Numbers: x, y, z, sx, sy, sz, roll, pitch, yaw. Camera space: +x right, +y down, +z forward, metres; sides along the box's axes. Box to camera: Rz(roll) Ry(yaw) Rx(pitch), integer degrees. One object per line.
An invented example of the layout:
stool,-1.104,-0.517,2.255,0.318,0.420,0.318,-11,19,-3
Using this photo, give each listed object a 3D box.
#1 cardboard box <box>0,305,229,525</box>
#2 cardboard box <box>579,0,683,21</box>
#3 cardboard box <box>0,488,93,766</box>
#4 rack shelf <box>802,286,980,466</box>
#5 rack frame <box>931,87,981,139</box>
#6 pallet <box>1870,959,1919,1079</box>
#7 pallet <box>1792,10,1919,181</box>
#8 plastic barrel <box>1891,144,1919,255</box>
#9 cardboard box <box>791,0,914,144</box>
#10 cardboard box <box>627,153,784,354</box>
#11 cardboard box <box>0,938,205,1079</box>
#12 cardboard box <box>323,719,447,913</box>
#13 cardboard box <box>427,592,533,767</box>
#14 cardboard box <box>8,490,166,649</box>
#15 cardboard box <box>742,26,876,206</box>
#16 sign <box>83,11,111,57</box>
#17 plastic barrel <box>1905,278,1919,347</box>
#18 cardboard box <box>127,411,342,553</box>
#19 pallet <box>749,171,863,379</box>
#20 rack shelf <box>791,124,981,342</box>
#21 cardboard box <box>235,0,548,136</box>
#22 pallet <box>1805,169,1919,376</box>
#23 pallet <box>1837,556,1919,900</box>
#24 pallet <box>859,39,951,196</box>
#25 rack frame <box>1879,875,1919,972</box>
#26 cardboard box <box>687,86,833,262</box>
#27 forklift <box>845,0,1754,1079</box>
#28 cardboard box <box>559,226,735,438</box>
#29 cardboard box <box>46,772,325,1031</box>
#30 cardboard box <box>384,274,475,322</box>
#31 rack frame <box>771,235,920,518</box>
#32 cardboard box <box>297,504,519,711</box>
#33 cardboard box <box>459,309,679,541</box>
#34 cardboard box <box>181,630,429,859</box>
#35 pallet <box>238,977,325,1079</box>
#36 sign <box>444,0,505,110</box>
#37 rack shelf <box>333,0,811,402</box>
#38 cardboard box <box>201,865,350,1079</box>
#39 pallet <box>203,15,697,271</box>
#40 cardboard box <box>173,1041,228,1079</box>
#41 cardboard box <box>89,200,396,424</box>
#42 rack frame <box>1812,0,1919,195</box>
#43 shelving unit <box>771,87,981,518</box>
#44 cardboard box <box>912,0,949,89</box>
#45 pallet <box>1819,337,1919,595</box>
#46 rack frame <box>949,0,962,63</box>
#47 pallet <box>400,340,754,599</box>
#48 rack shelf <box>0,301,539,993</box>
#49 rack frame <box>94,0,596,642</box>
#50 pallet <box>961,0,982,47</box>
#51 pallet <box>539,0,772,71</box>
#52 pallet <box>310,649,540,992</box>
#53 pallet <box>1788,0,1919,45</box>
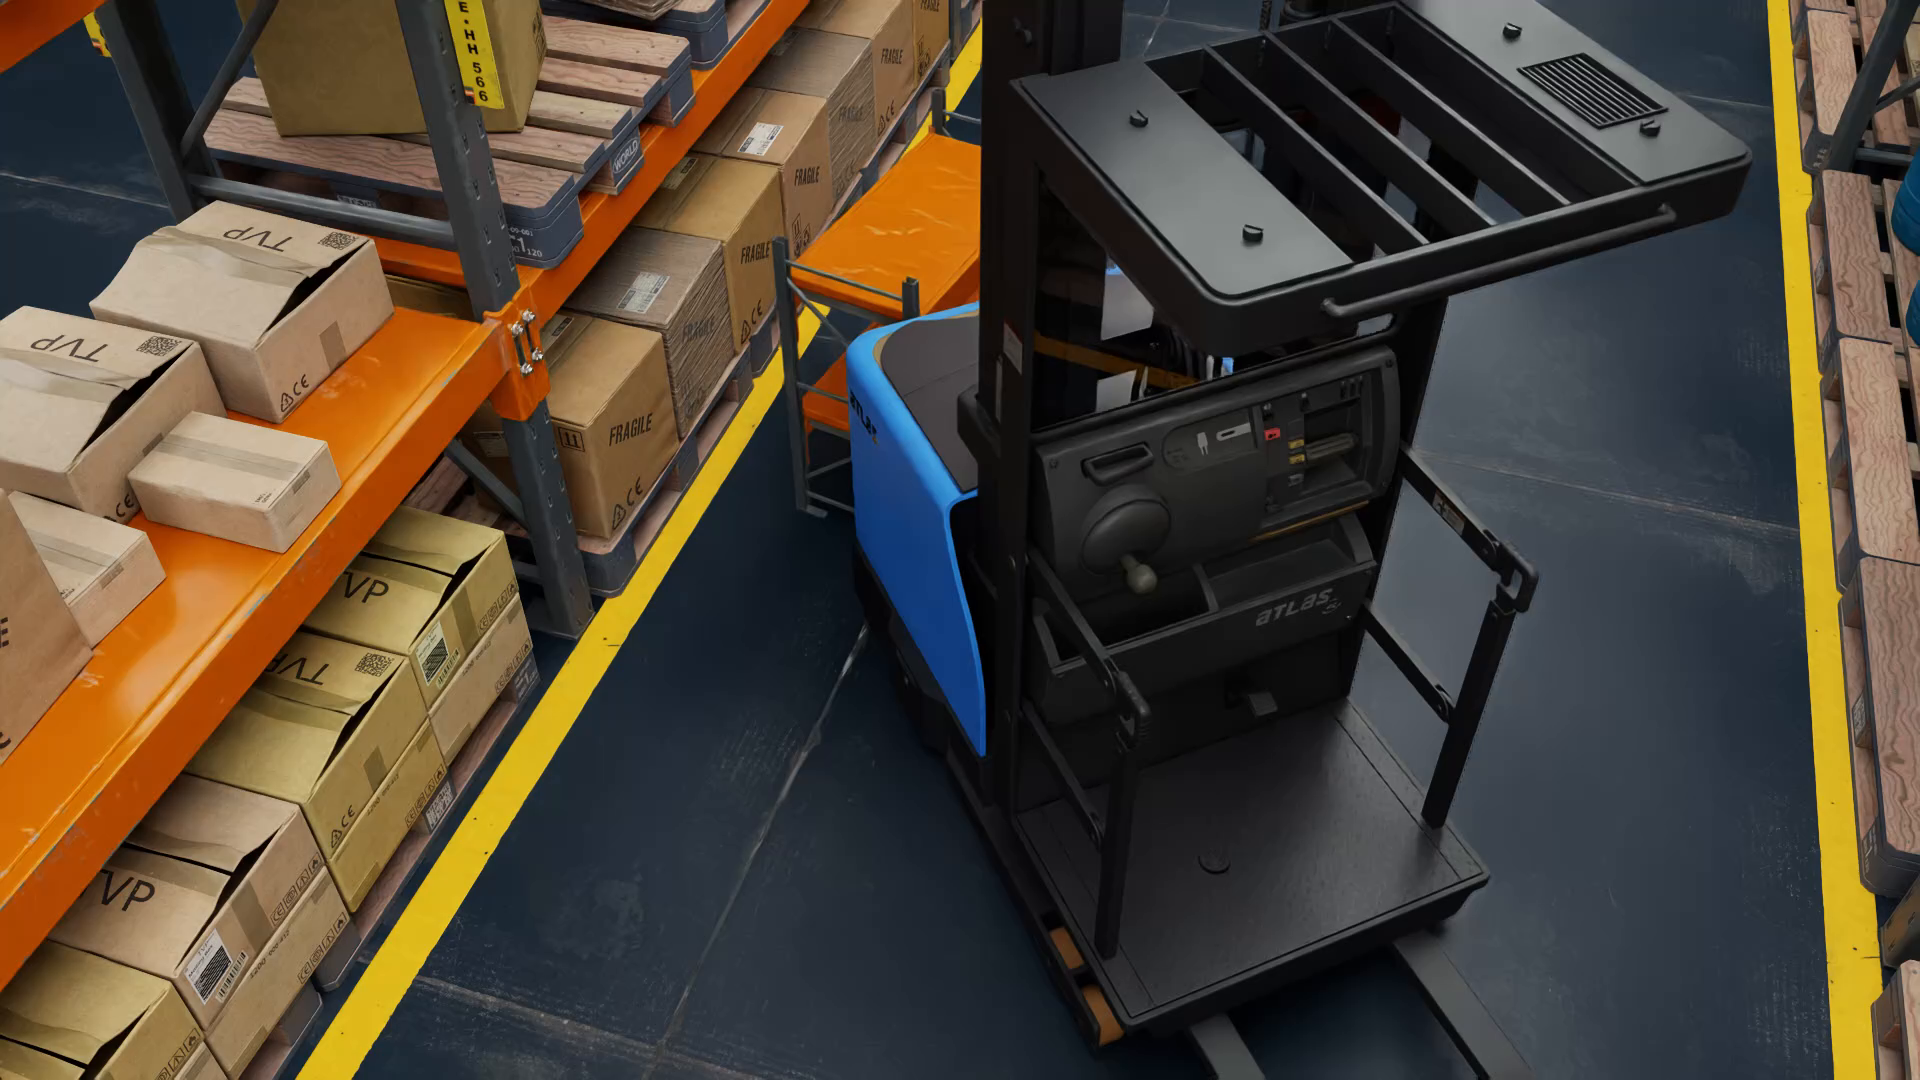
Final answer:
cardboard box,-2.154,-0.301,3.976,0.500,0.311,0.500,12,46,12
cardboard box,-1.157,-2.086,5.366,0.700,0.500,0.500,21,48,20
cardboard box,-2.191,0.198,3.331,0.500,0.500,0.500,10,45,10
rack shelf,-0.110,-0.581,5.889,0.538,0.278,1.000,20,48,20
rack frame,0.128,-1.070,6.039,0.500,1.125,0.032,20,48,20
pallet,2.749,1.669,3.894,1.003,0.211,1.213,13,46,13
pallet,4.418,-2.004,7.647,1.003,0.211,1.213,13,46,13
plastic barrel,4.051,-1.543,6.383,0.600,0.901,0.708,13,46,13
cardboard box,-0.522,-2.100,7.224,0.500,0.500,0.500,13,46,13
cardboard box,-0.979,-1.078,6.179,0.500,0.500,0.500,12,46,12
cardboard box,-2.083,1.163,3.682,0.500,0.311,0.500,14,46,14
cardboard box,-1.778,0.692,4.564,0.500,0.250,0.500,12,46,12
cardboard box,-1.626,0.347,4.916,0.500,0.250,0.500,14,46,13
cardboard box,-2.031,0.064,3.719,0.380,0.149,0.250,16,47,15
cardboard box,-0.674,-1.766,6.883,0.500,0.500,0.500,13,46,13
sign,-2.219,-1.382,4.246,0.100,0.325,0.005,13,46,13
plastic barrel,3.837,-1.071,5.900,0.600,0.901,0.708,13,46,13
cardboard box,-1.708,-0.140,3.928,0.380,0.149,0.250,13,46,13
pallet,-1.065,-1.191,6.816,1.003,0.211,1.213,13,46,13
rack shelf,-0.110,-0.965,5.513,0.538,0.278,1.000,20,48,20
cardboard box,-1.616,-1.517,4.784,0.700,0.500,0.500,-1,44,-1
pallet,3.959,-1.000,6.621,1.003,0.211,1.213,13,46,13
pallet,3.220,0.626,4.959,1.003,0.211,1.213,13,46,13
pallet,-0.698,-2.007,7.650,1.003,0.211,1.213,13,46,13
rack frame,3.021,0.164,3.438,1.000,3.000,0.127,13,46,13
cardboard box,-0.826,-1.427,6.536,0.500,0.500,0.500,11,45,11
forklift,0.708,-0.067,3.723,1.130,2.935,3.031,-17,47,-17
cardboard box,-1.135,-0.745,5.839,0.500,0.500,0.500,11,45,11
cardboard box,-1.929,0.829,4.022,0.500,0.311,0.500,12,46,12
cardboard box,-1.639,-0.825,5.921,0.500,0.500,0.500,14,46,14
rack frame,-0.349,-0.442,5.397,0.500,1.125,0.032,20,48,20
cardboard box,-1.623,0.146,4.721,0.500,0.311,0.500,14,46,14
cardboard box,-1.289,-0.394,5.481,0.500,0.500,0.500,14,46,14
cardboard box,-1.774,0.494,4.366,0.500,0.311,0.500,12,46,12
pallet,-2.357,1.460,4.107,1.003,0.211,1.213,13,46,13
sign,-1.169,-1.186,3.990,0.100,0.325,0.005,13,46,13
rack shelf,-1.093,-1.964,6.126,1.077,0.370,4.000,13,46,13
cardboard box,-1.934,1.026,4.222,0.500,0.250,0.500,14,46,13
pallet,-1.560,-1.286,5.057,1.213,0.211,1.003,13,46,13
cardboard box,-2.087,1.370,3.871,0.500,0.250,0.500,13,46,13
cardboard box,-1.851,-0.623,4.305,0.500,0.311,0.500,15,46,15
rack frame,4.232,-2.502,6.162,1.000,3.000,0.127,13,46,13
shelving unit,-0.110,-0.756,5.718,0.538,1.125,1.048,20,48,20
cardboard box,-0.364,-2.428,7.559,0.500,0.500,0.500,12,46,12
pallet,3.591,-0.184,5.787,1.003,0.211,1.213,13,46,13
rack frame,-0.488,-3.554,7.237,1.000,3.000,0.127,13,46,13
pallet,-1.437,-0.381,5.988,1.003,0.211,1.213,13,46,13
rack shelf,-2.305,0.703,3.402,1.077,0.370,4.000,13,46,13
rack frame,-1.699,-0.888,4.512,1.000,3.000,0.127,13,46,13
pallet,-0.279,-3.015,8.680,1.003,0.211,1.213,13,46,13
pallet,-1.114,-2.116,5.905,1.003,0.211,1.213,13,46,13
pallet,-1.985,0.649,4.935,1.003,0.211,1.213,13,46,13
pallet,4.785,-2.820,8.481,1.003,0.211,1.213,13,46,13
